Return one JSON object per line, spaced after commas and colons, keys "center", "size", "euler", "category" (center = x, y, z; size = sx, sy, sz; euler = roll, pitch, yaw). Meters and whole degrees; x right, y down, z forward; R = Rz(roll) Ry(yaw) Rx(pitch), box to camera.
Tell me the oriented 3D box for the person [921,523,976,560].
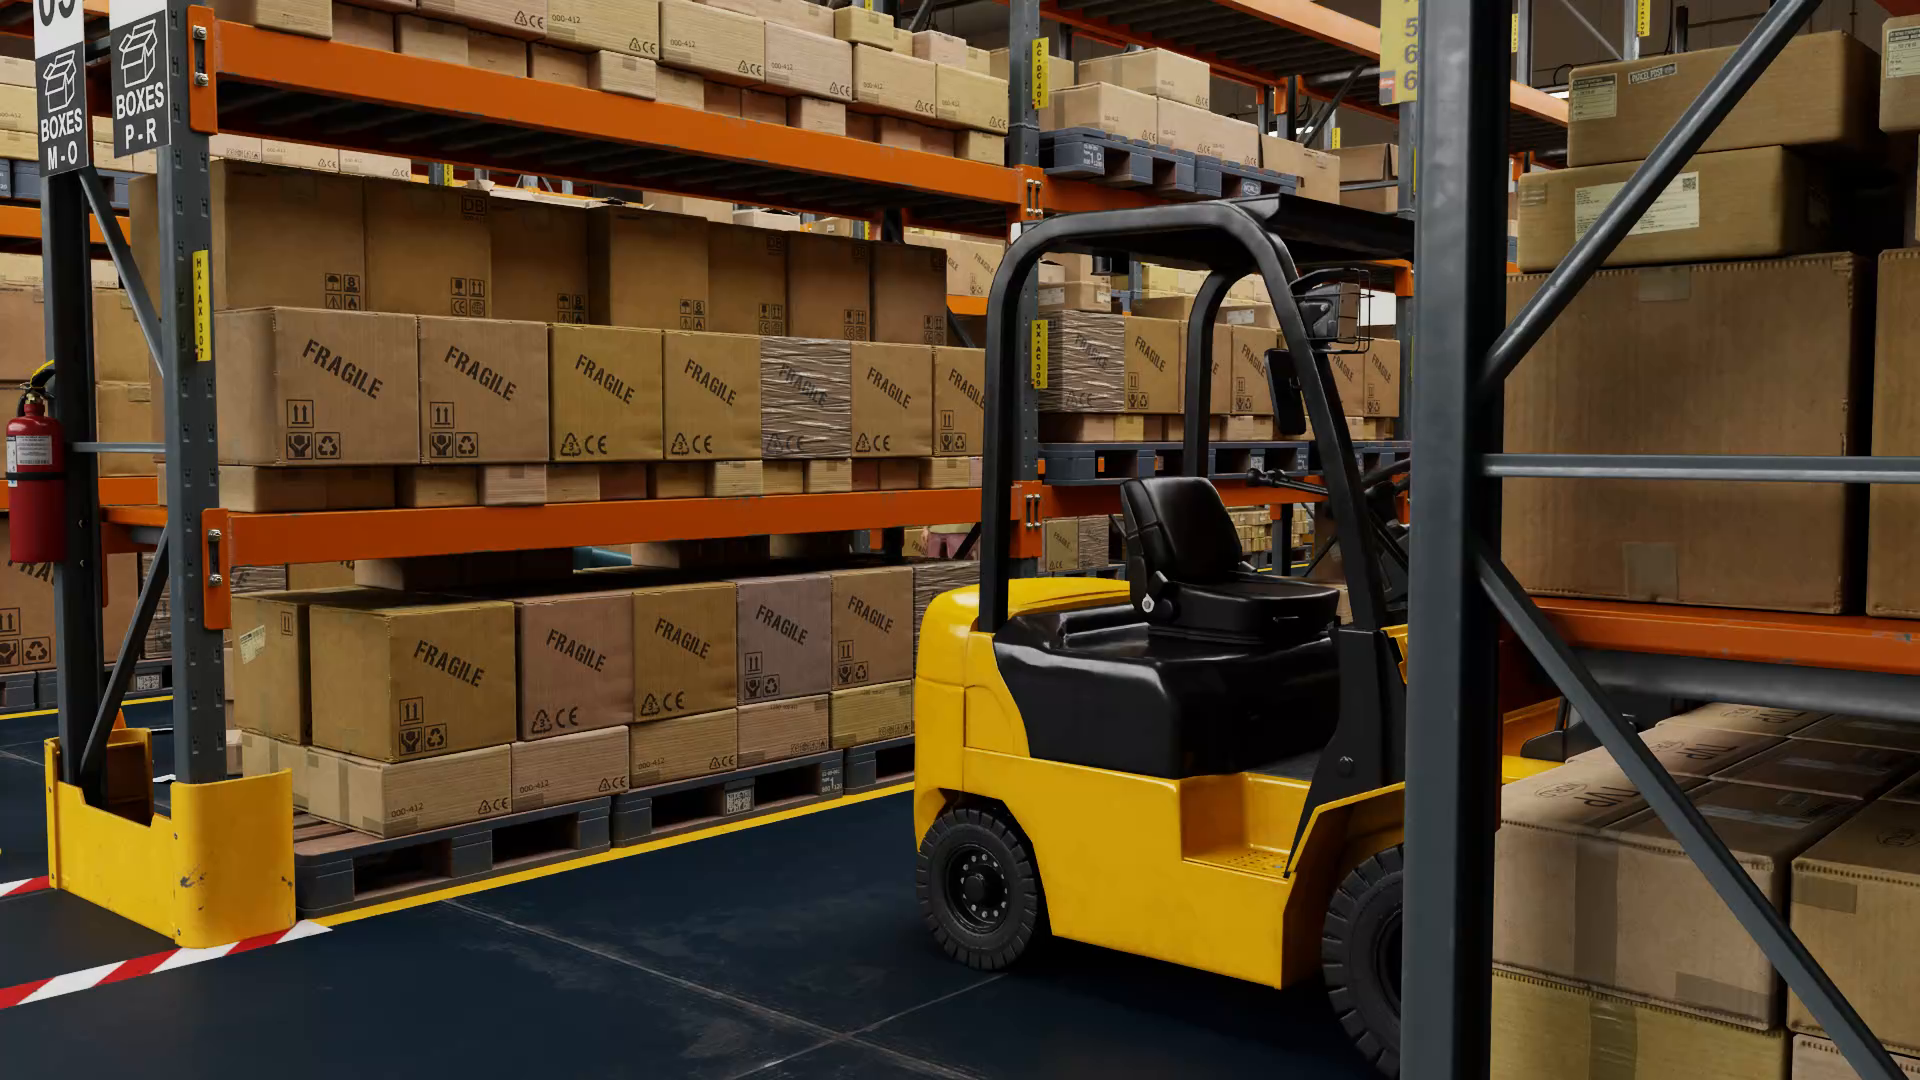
{"center": [-0.071, -0.025, 11.646], "size": [0.499, 1.673, 0.355], "euler": [3, 5, 41], "category": "person"}
